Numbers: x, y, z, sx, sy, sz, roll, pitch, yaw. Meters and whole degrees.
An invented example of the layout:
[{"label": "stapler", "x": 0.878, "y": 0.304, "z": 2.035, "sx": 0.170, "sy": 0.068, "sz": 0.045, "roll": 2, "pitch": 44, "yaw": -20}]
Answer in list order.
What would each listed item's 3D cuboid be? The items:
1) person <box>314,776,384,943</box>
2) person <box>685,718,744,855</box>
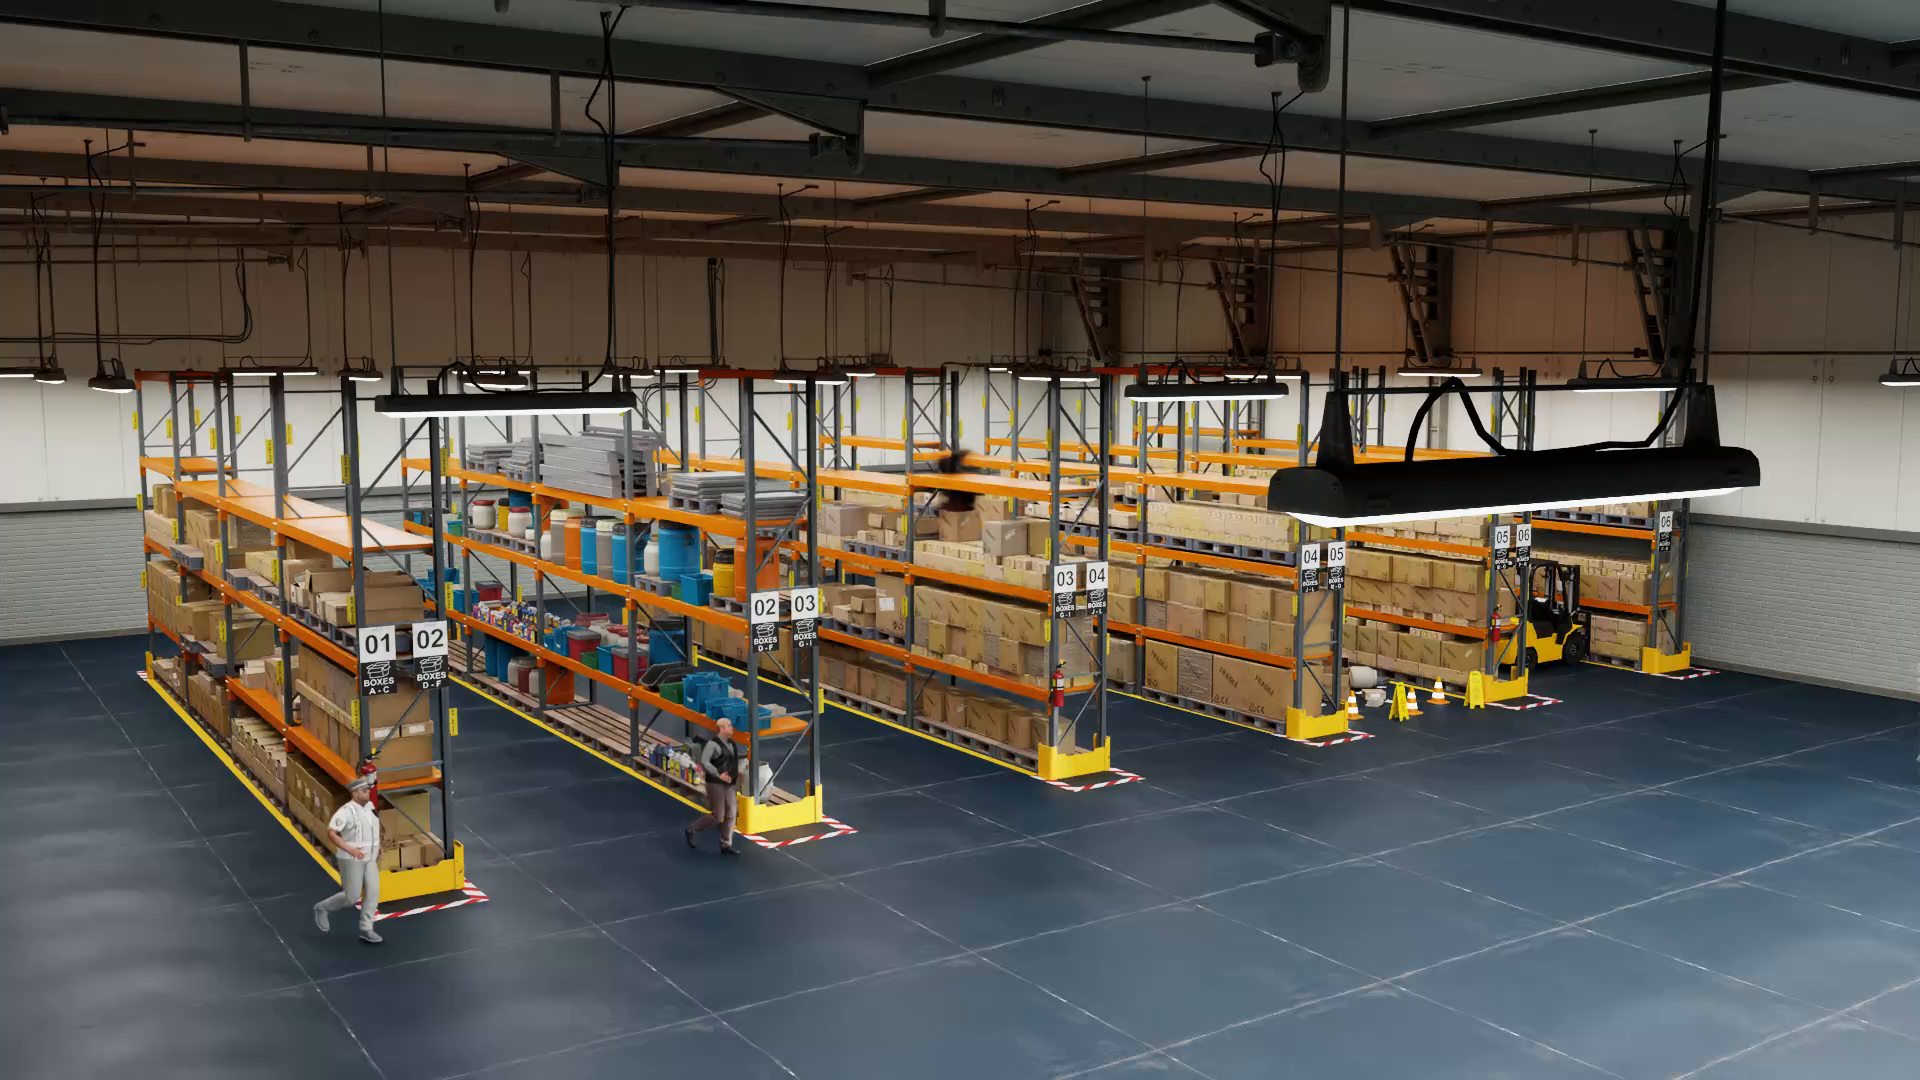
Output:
[{"label": "person", "x": -6.536, "y": 3.435, "z": 18.104, "sx": 0.846, "sy": 1.732, "sz": 0.719, "roll": 2, "pitch": 7, "yaw": 21}, {"label": "person", "x": -3.032, "y": 3.109, "z": 21.178, "sx": 0.794, "sy": 1.690, "sz": 0.728, "roll": 3, "pitch": 7, "yaw": 26}]
